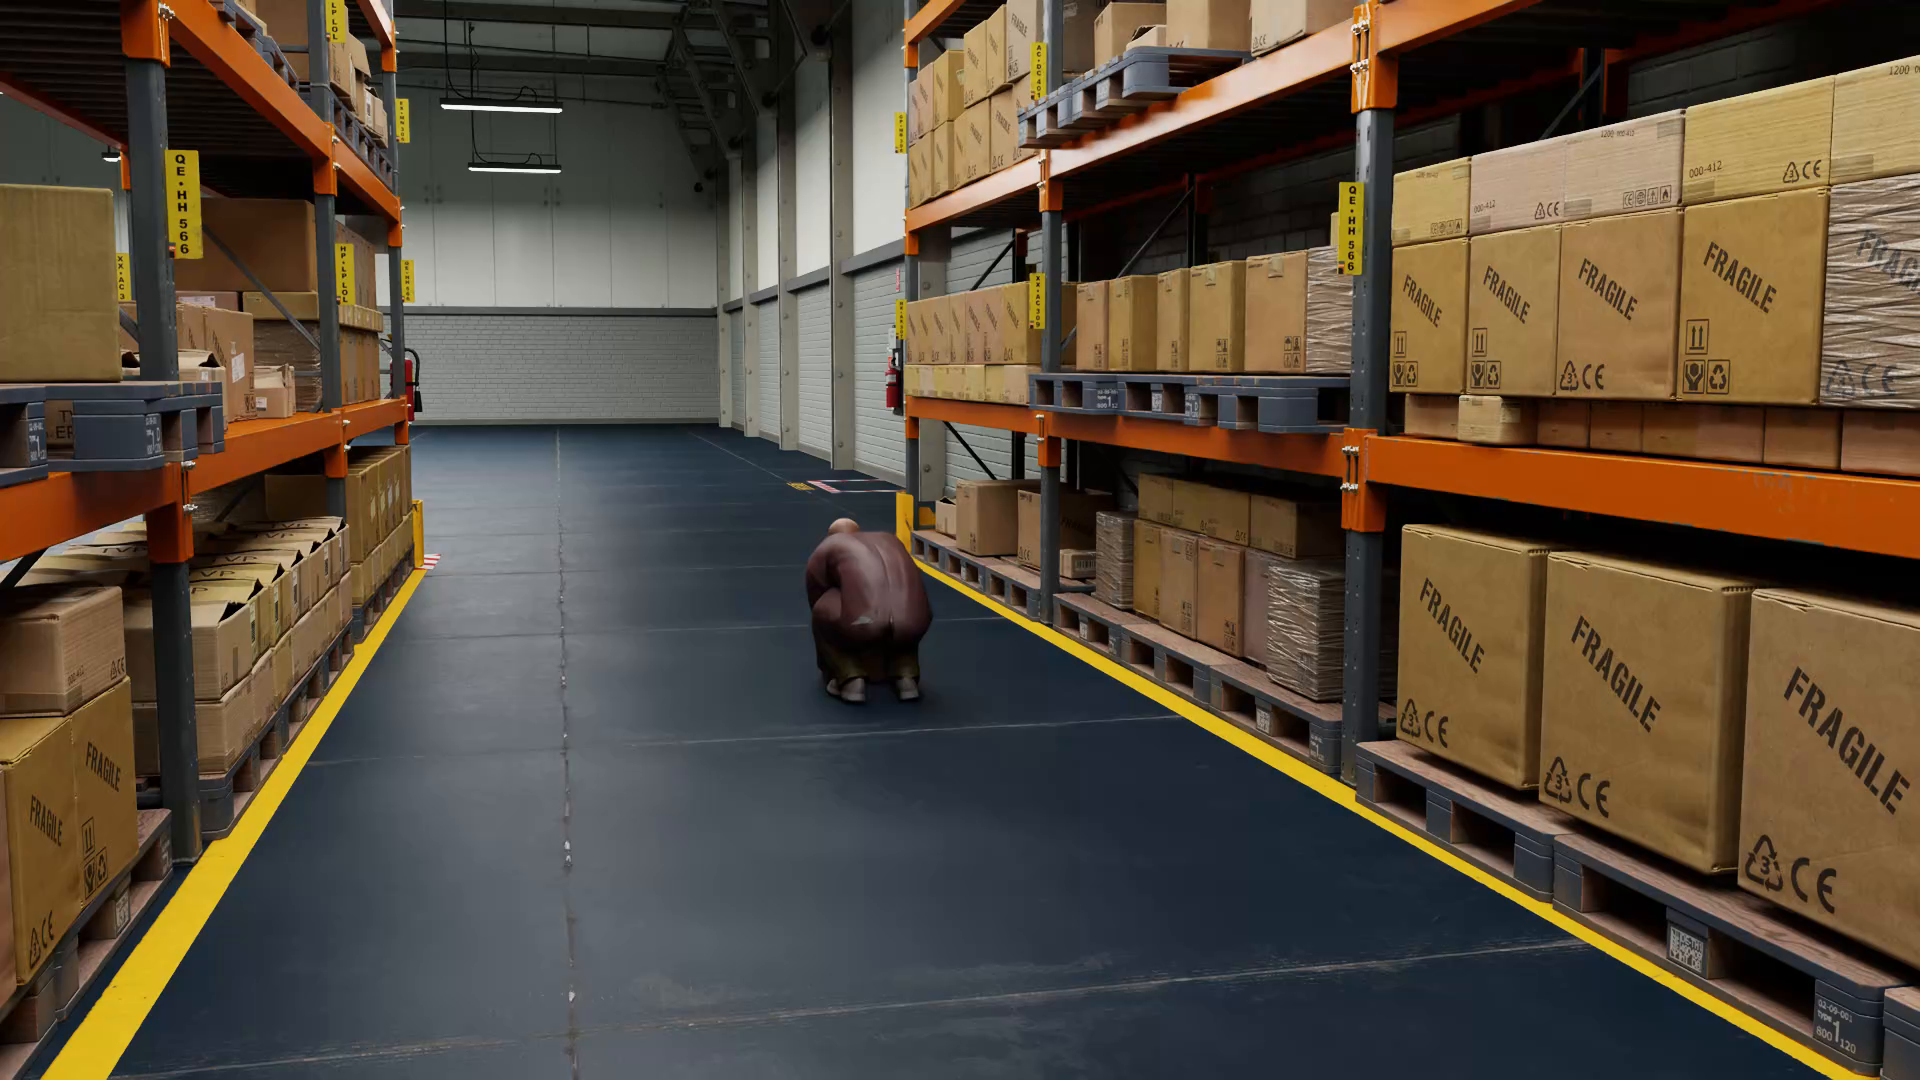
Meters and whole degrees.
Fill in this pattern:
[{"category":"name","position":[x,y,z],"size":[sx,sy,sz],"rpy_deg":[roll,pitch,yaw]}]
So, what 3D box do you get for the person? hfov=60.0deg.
[{"category":"person","position":[-0.433,0.373,7.973],"size":[0.582,0.888,0.912],"rpy_deg":[-2,6,-14]}]
